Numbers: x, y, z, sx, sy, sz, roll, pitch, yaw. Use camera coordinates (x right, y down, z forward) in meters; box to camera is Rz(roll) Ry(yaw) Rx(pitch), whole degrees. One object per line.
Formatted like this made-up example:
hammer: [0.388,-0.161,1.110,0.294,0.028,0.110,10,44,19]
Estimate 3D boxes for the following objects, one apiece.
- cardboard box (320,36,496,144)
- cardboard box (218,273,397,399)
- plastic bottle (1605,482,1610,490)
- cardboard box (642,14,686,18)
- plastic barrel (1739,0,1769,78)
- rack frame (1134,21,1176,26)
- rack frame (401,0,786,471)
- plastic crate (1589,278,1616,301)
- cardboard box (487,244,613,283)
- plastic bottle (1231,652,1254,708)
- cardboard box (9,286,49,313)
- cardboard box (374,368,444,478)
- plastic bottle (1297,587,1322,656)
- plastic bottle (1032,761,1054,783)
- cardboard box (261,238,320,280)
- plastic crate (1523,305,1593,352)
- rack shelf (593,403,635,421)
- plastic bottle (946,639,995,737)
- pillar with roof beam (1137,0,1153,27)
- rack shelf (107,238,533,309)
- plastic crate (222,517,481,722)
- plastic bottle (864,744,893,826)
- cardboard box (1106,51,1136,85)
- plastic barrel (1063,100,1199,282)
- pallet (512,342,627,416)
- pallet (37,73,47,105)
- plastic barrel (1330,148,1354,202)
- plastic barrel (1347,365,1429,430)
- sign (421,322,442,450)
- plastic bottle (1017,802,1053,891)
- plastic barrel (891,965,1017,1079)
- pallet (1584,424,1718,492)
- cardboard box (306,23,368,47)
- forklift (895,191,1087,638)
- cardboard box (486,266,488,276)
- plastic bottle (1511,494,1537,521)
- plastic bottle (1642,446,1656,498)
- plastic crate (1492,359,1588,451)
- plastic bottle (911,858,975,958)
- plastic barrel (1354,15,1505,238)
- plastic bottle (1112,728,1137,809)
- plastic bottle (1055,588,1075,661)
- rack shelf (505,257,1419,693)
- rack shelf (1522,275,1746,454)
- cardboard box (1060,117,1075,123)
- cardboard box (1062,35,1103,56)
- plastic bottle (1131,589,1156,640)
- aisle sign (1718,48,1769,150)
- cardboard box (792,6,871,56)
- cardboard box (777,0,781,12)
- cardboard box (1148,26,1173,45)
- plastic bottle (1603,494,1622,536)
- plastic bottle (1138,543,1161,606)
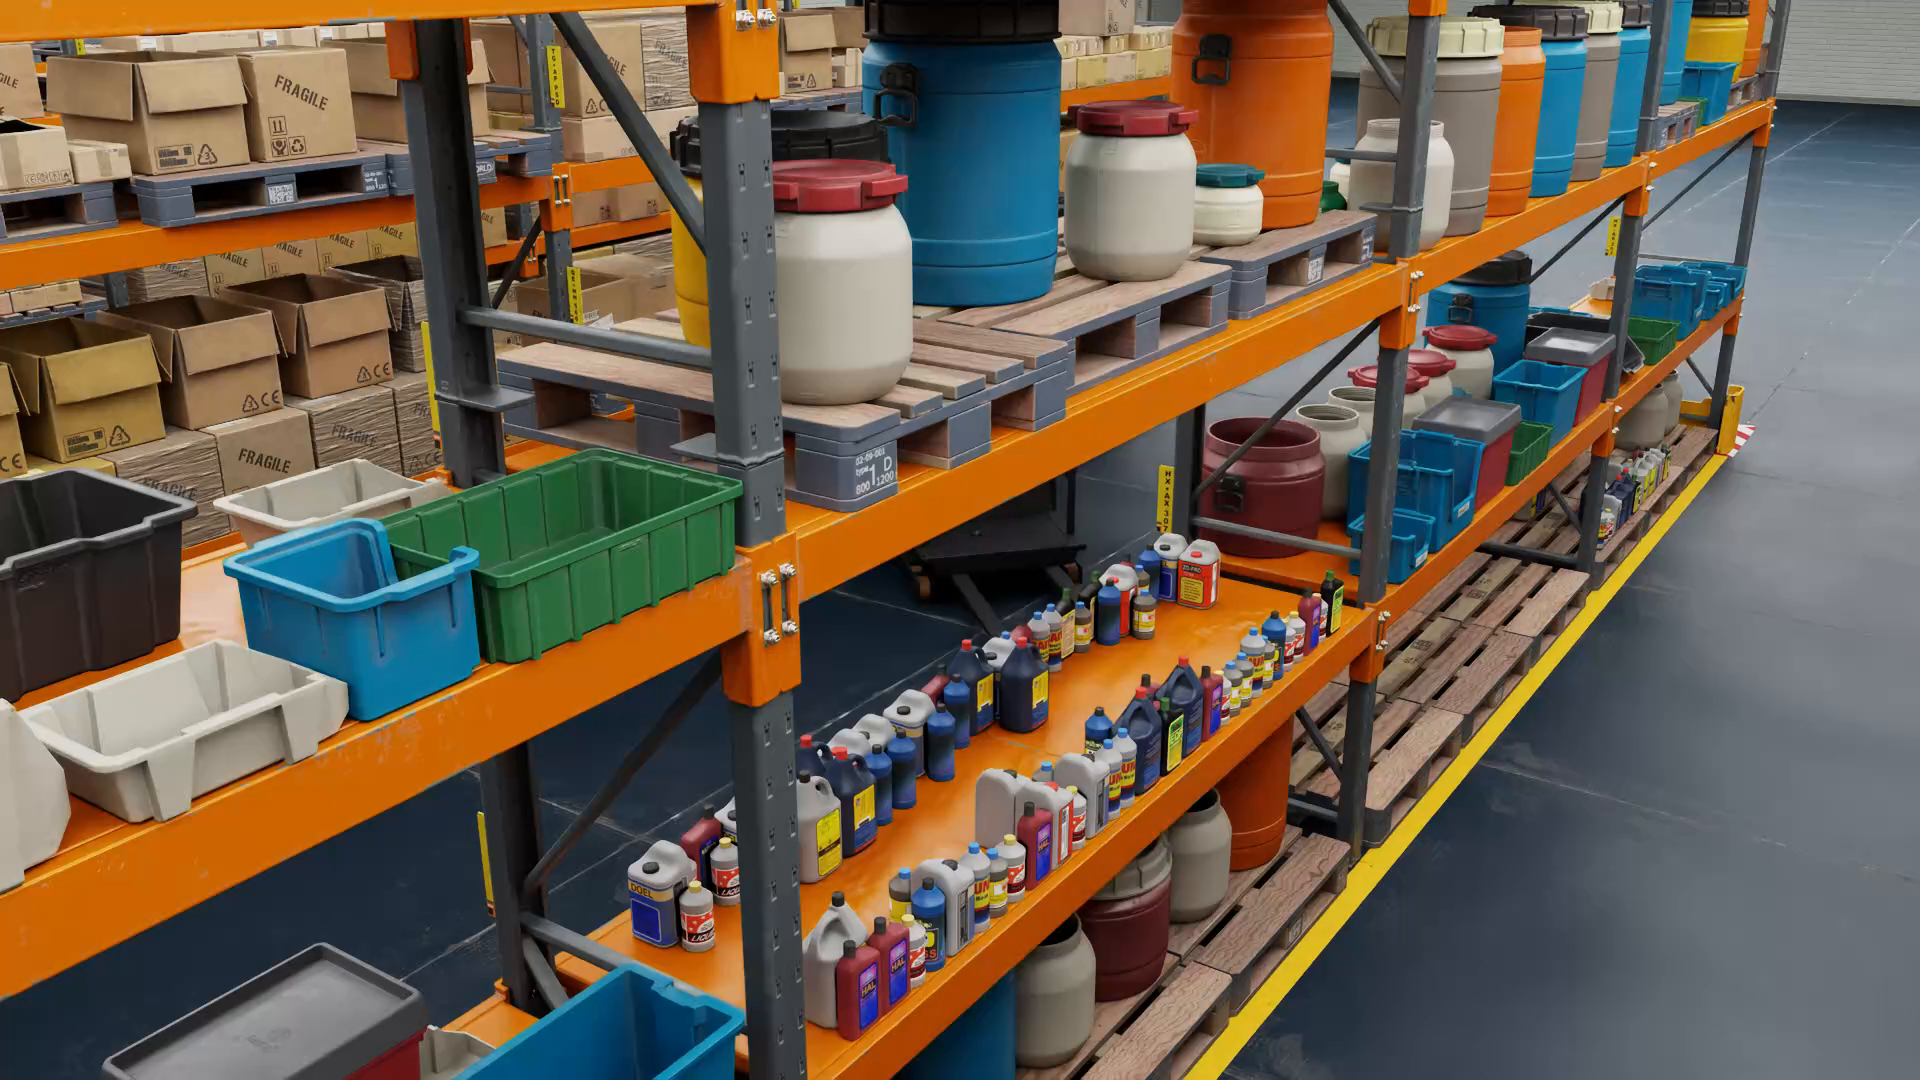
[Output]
cardboard box: [-2.959,-2.432,8.938,0.797,0.503,0.637,15,25,35]
cardboard box: [-3.469,-1.093,8.806,0.797,0.503,0.637,14,24,33]
plastic bottle: [4.448,-0.293,11.532,0.097,0.271,0.097,0,20,0]
cardboard box: [-1.634,-3.032,10.450,0.500,0.500,0.500,12,24,30]
plastic barrel: [5.750,-3.939,12.543,0.600,0.830,0.708,13,24,32]
rack frame: [1.822,-6.078,15.225,1.000,3.000,0.127,13,24,32]
rack frame: [-0.828,-1.669,3.305,1.000,3.000,0.127,13,24,32]
plastic crate: [5.149,-1.980,13.175,0.298,0.136,0.250,13,24,32]
cardboard box: [-4.061,-2.480,16.603,0.875,0.875,0.875,14,24,33]
plastic bottle: [1.063,0.525,6.308,0.097,0.201,0.097,0,20,0]
cardboard box: [-6.759,-1.742,11.908,0.380,0.149,0.250,13,24,32]
cardboard box: [-3.033,-0.684,9.146,0.500,0.500,0.500,13,24,31]
plastic bottle: [1.416,0.317,6.751,0.061,0.283,0.133,13,24,32]
plastic bottle: [0.285,0.828,5.488,0.097,0.201,0.097,0,20,0]
cardboard box: [-5.678,-2.379,13.729,0.500,0.500,0.500,13,24,32]
plastic crate: [4.067,-1.451,11.579,0.499,0.251,0.616,13,24,32]
rack shelf: [-1.551,-1.205,11.736,1.077,0.370,4.000,13,24,32]
plastic bottle: [0.037,0.524,6.095,0.144,0.351,0.185,13,24,32]
pillar with roof beam: [8.806,-16.721,43.999,9.100,9.000,0.400,13,24,32]
rack shelf: [-5.597,-2.201,14.430,1.077,0.370,4.000,13,24,32]
plastic crate: [-1.076,0.140,2.980,0.416,0.233,0.300,13,24,32]
plastic bottle: [-0.271,0.799,5.468,0.097,0.271,0.097,0,20,0]
cardboard box: [1.187,-4.124,14.481,0.500,0.250,0.500,14,24,33]
plastic barrel: [0.549,-1.132,5.377,0.433,0.535,0.433,0,20,0]
pallet: [-2.363,-1.104,10.702,1.213,0.211,1.003,13,24,32]
pallet: [-6.403,-3.478,12.793,1.213,0.211,1.003,15,25,34]
plastic barrel: [1.943,-1.755,8.062,0.301,0.262,0.301,0,20,0]
plastic barrel: [2.294,-0.648,8.997,0.433,0.535,0.433,0,20,0]
sign: [-1.282,-0.374,4.116,0.100,0.325,0.005,13,24,32]
plastic bottle: [0.230,0.923,5.115,0.061,0.283,0.133,13,24,32]
plastic barrel: [-0.110,1.576,5.600,0.600,0.901,0.708,13,24,32]
pallet: [5.453,-0.727,13.427,1.003,0.211,1.213,13,24,32]
cardboard box: [-5.276,-4.176,13.786,0.500,0.311,0.500,12,24,30]
forklift: [0.176,-1.126,10.585,1.130,2.935,3.031,-5,21,-13]
cardboard box: [-5.268,-3.028,19.226,0.797,0.503,0.637,-2,20,-5]
plastic bottle: [3.912,-0.327,11.510,0.144,0.351,0.185,13,24,32]
plastic bottle: [4.916,-0.495,11.963,0.144,0.351,0.185,14,25,34]
plastic crate: [3.306,-0.766,9.535,0.392,0.384,0.575,13,24,32]
plastic bottle: [-0.047,1.040,4.810,0.152,0.276,0.135,13,24,32]
plastic barrel: [2.062,-1.838,7.364,0.600,0.901,0.600,0,20,0]
plastic bottle: [0.541,0.759,5.576,0.097,0.271,0.097,0,20,0]
plastic bottle: [0.407,0.342,6.686,0.061,0.283,0.133,13,24,32]
rack shelf: [0.296,-0.498,5.502,1.077,0.370,4.000,13,24,32]
rack shelf: [4.794,-1.387,12.228,1.077,0.370,4.000,13,24,32]
cardboard box: [0.720,-3.529,14.968,0.500,0.500,0.500,13,24,32]
cardboard box: [0.994,-4.206,14.129,0.380,0.149,0.250,12,23,29]
plastic bottle: [0.764,0.303,6.908,0.097,0.201,0.097,0,20,0]
aisle sign: [6.204,-3.480,13.102,0.394,0.787,0.004,13,24,32]
cardboard box: [-0.773,-3.653,12.239,0.797,0.503,0.637,12,23,29]
cardboard box: [-2.268,-5.785,17.796,0.500,0.250,0.500,14,24,33]
cardboard box: [1.924,-4.647,15.322,0.380,0.149,0.250,13,24,32]
plastic bottle: [4.370,-0.183,11.229,0.152,0.276,0.135,14,25,34]
plastic bottle: [0.822,0.147,7.230,0.097,0.271,0.097,0,20,0]
